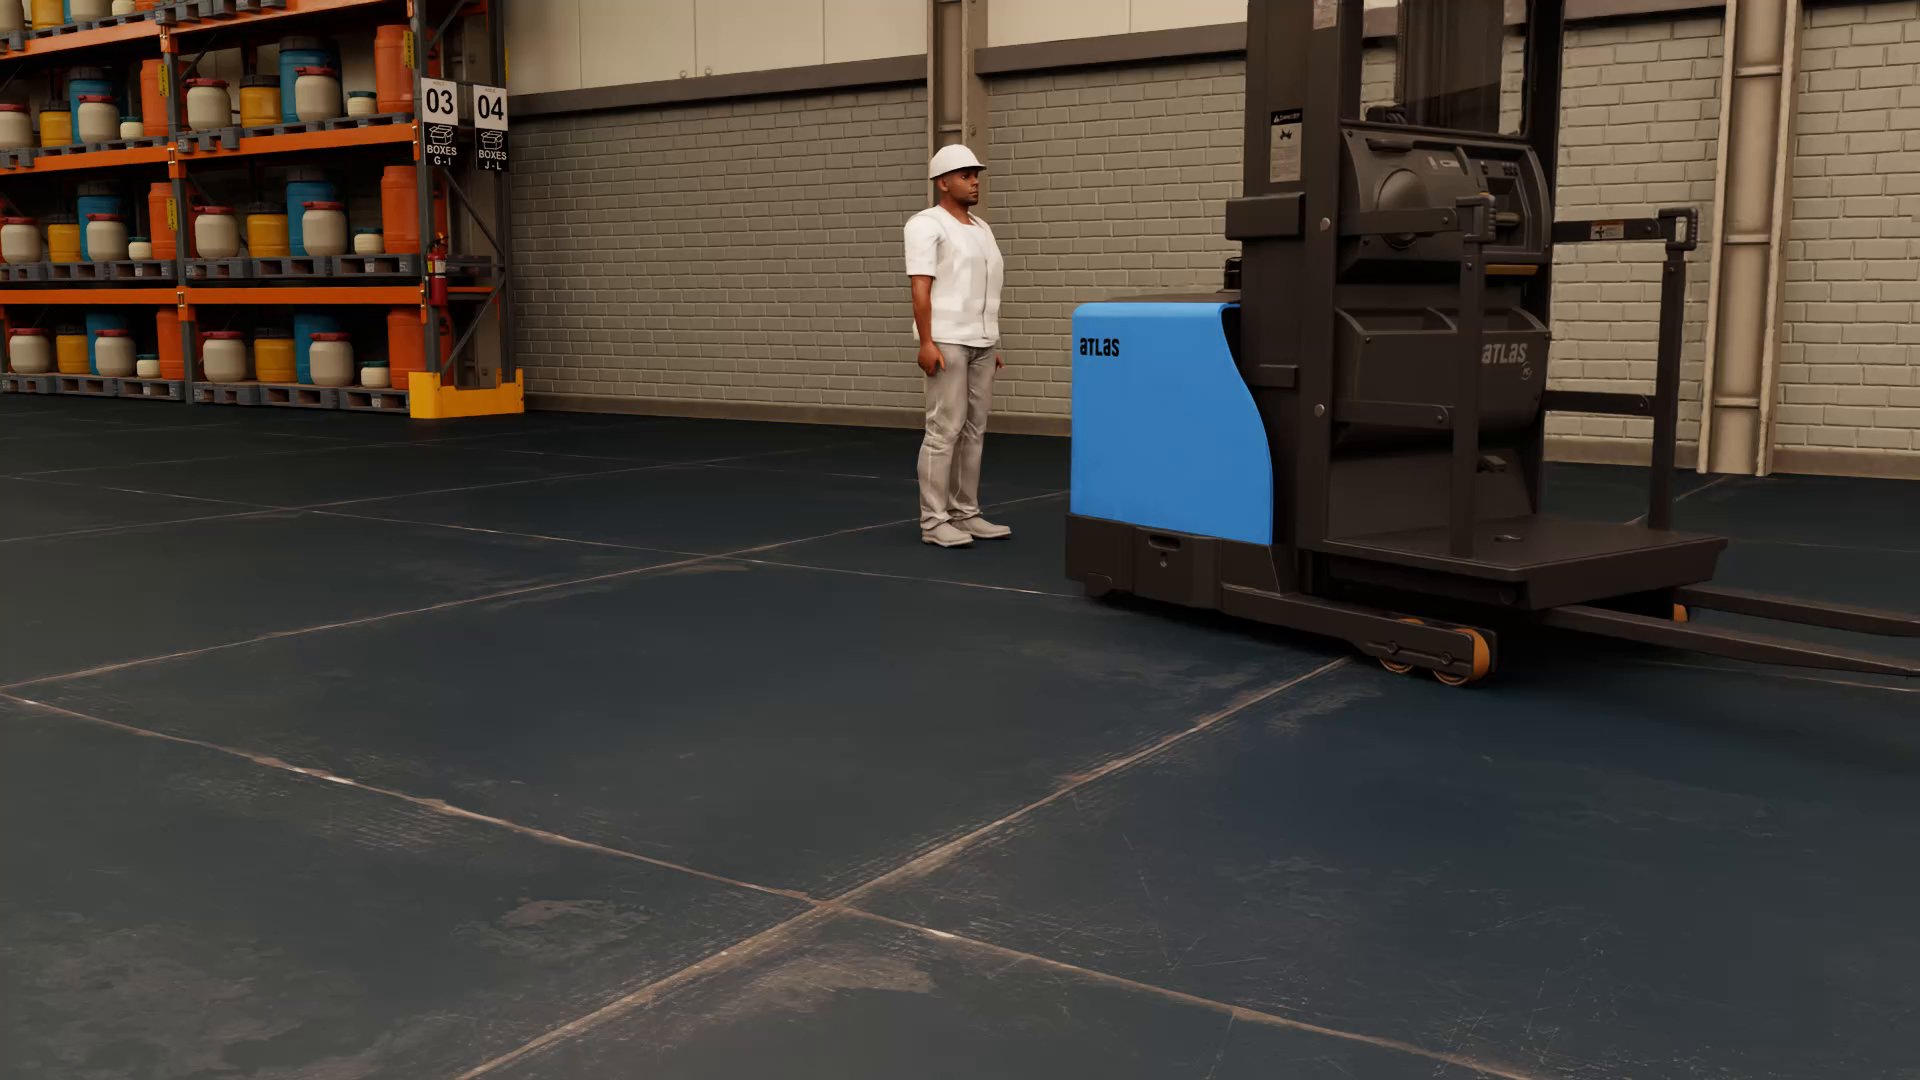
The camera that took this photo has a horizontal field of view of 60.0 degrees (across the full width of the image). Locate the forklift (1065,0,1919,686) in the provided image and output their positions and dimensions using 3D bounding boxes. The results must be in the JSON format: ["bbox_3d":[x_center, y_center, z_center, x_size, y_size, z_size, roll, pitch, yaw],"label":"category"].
[{"bbox_3d":[1.658,-1.115,5.037,1.130,2.935,3.031,-6,10,-35],"label":"forklift"}]

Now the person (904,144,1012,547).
[{"bbox_3d":[0.008,-0.875,7.486,0.388,1.770,0.556,5,10,34],"label":"person"}]
